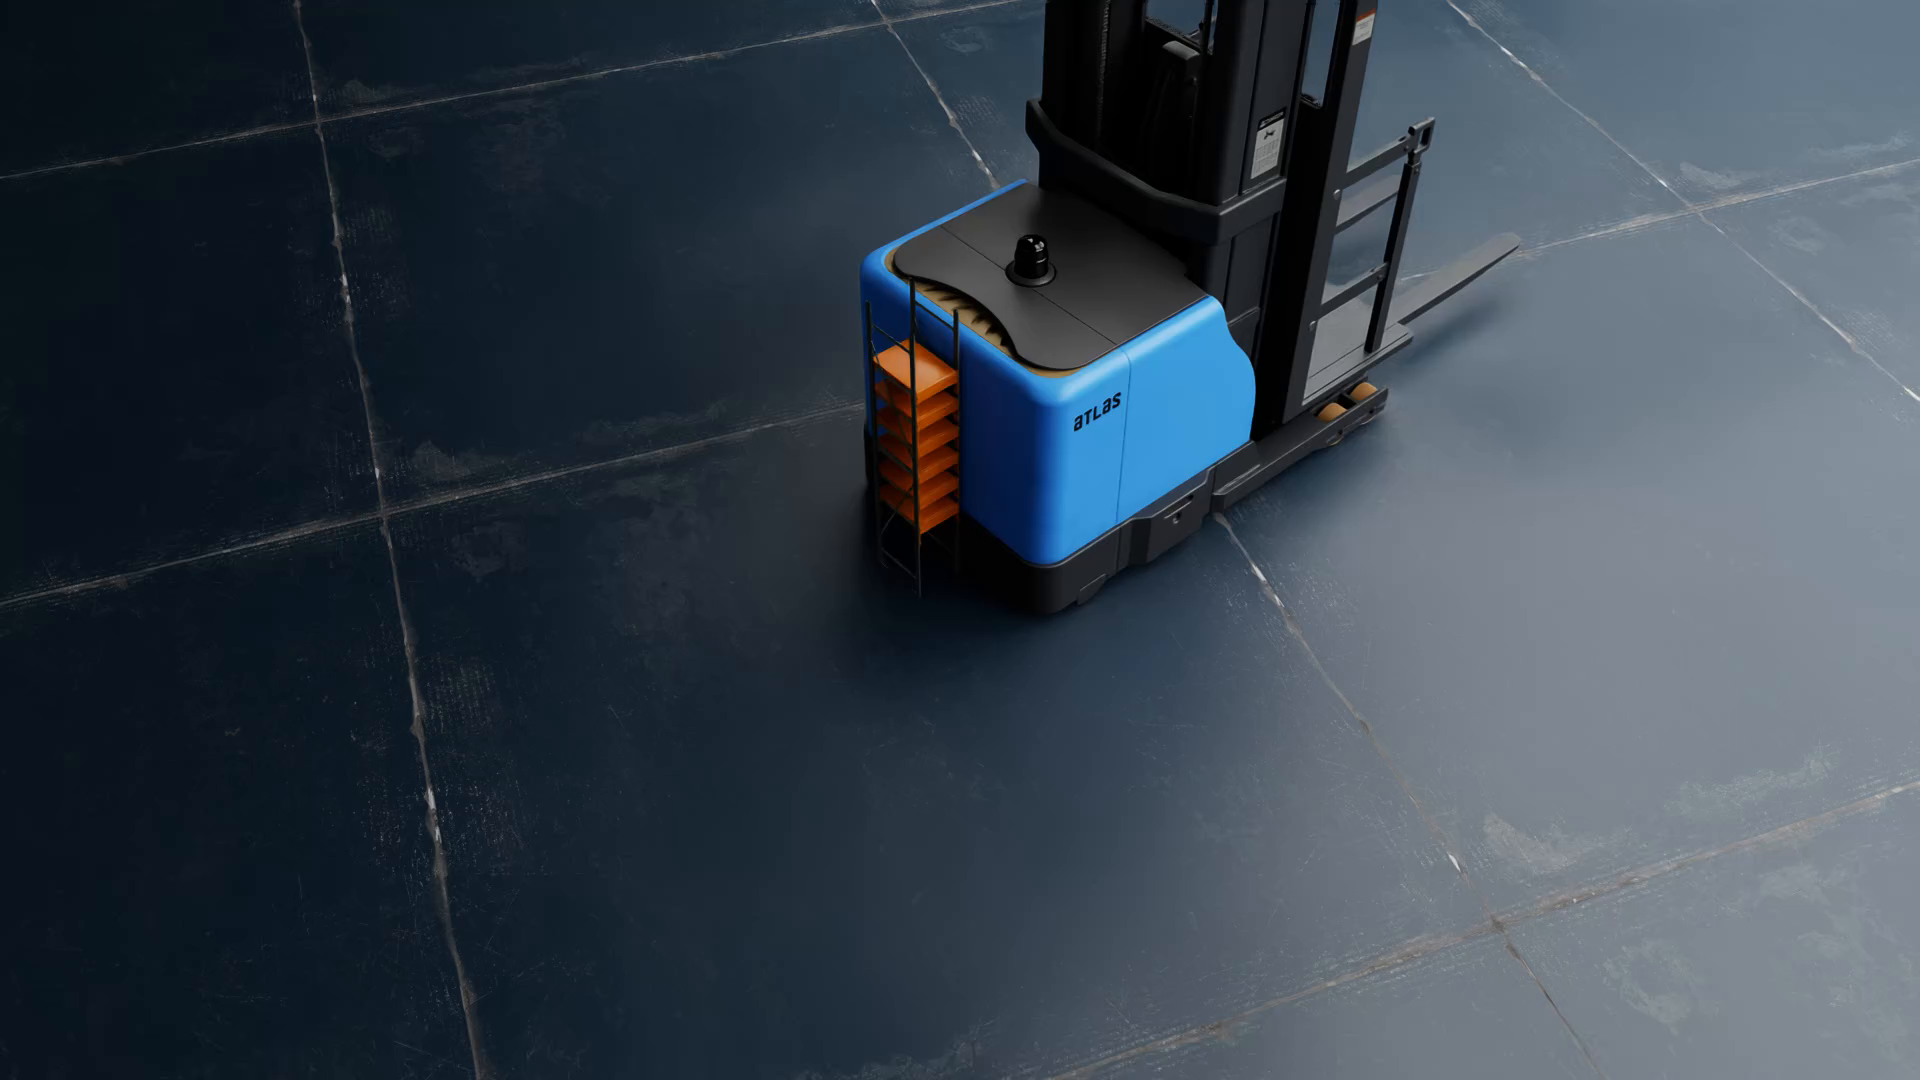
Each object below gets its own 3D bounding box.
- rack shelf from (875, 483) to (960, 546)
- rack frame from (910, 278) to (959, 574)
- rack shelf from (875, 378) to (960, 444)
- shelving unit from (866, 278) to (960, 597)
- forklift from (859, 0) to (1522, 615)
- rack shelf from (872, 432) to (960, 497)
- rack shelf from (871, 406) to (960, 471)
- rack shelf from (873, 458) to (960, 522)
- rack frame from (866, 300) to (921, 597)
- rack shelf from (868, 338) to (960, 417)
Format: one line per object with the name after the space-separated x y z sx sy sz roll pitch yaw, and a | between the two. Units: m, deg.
-0.153 -0.121 5.925 0.180 0.103 0.258 -31 53 -27 | rack shelf
-0.083 -0.364 5.766 0.006 1.200 0.240 -31 53 -27 | rack frame
-0.153 -0.460 5.585 0.180 0.103 0.258 -31 53 -27 | rack shelf
-0.153 -0.322 5.724 0.189 1.200 0.258 -31 53 -27 | shelving unit
1.084 -1.668 5.843 3.031 2.935 1.130 -31 53 -27 | forklift
-0.153 -0.290 5.755 0.180 0.103 0.258 -31 53 -27 | rack shelf
-0.153 -0.375 5.670 0.180 0.103 0.258 -31 53 -27 | rack shelf
-0.153 -0.206 5.840 0.180 0.103 0.258 -31 53 -27 | rack shelf
-0.222 -0.280 5.681 0.006 1.200 0.240 -31 53 -27 | rack frame
-0.153 -0.545 5.500 0.180 0.103 0.258 -31 53 -27 | rack shelf
